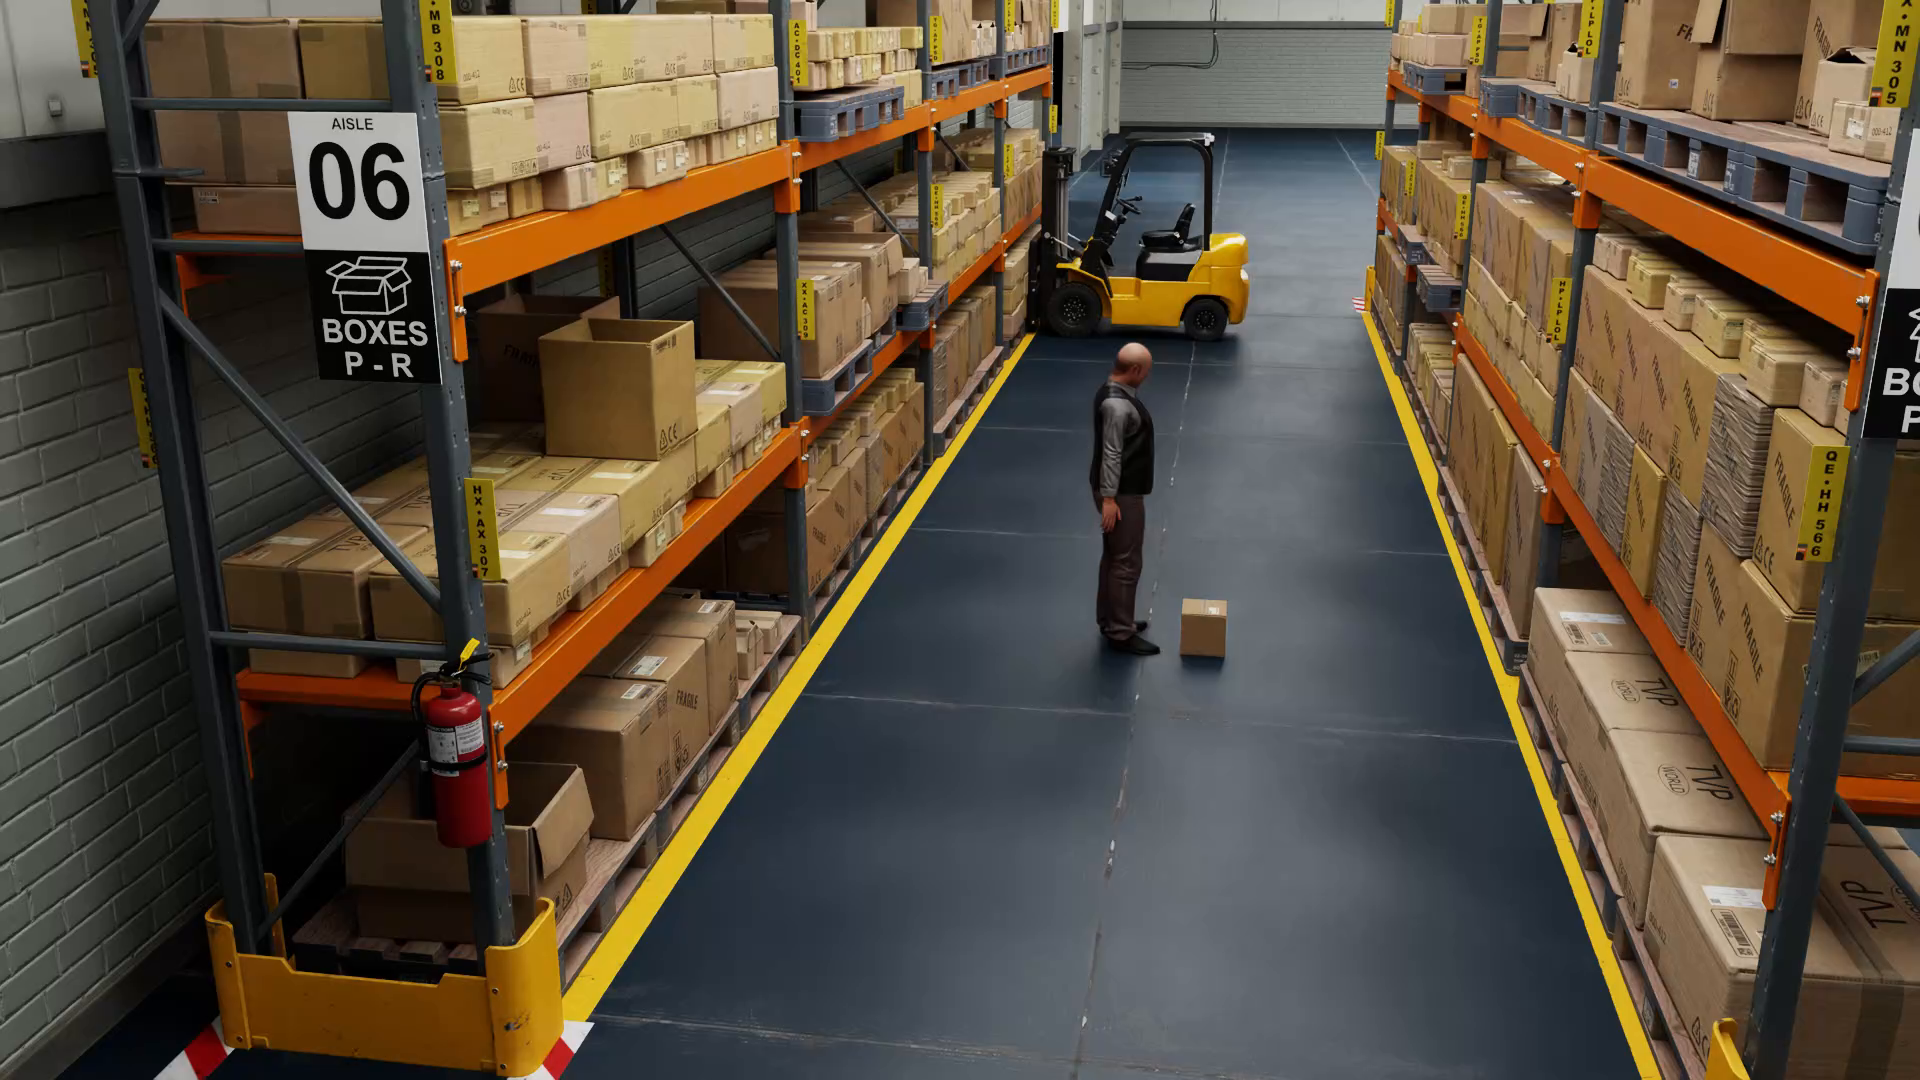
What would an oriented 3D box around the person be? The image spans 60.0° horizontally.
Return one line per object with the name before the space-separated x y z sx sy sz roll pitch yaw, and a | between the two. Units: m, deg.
person | 0.930 -0.243 9.326 0.408 1.743 0.645 0 18 0
